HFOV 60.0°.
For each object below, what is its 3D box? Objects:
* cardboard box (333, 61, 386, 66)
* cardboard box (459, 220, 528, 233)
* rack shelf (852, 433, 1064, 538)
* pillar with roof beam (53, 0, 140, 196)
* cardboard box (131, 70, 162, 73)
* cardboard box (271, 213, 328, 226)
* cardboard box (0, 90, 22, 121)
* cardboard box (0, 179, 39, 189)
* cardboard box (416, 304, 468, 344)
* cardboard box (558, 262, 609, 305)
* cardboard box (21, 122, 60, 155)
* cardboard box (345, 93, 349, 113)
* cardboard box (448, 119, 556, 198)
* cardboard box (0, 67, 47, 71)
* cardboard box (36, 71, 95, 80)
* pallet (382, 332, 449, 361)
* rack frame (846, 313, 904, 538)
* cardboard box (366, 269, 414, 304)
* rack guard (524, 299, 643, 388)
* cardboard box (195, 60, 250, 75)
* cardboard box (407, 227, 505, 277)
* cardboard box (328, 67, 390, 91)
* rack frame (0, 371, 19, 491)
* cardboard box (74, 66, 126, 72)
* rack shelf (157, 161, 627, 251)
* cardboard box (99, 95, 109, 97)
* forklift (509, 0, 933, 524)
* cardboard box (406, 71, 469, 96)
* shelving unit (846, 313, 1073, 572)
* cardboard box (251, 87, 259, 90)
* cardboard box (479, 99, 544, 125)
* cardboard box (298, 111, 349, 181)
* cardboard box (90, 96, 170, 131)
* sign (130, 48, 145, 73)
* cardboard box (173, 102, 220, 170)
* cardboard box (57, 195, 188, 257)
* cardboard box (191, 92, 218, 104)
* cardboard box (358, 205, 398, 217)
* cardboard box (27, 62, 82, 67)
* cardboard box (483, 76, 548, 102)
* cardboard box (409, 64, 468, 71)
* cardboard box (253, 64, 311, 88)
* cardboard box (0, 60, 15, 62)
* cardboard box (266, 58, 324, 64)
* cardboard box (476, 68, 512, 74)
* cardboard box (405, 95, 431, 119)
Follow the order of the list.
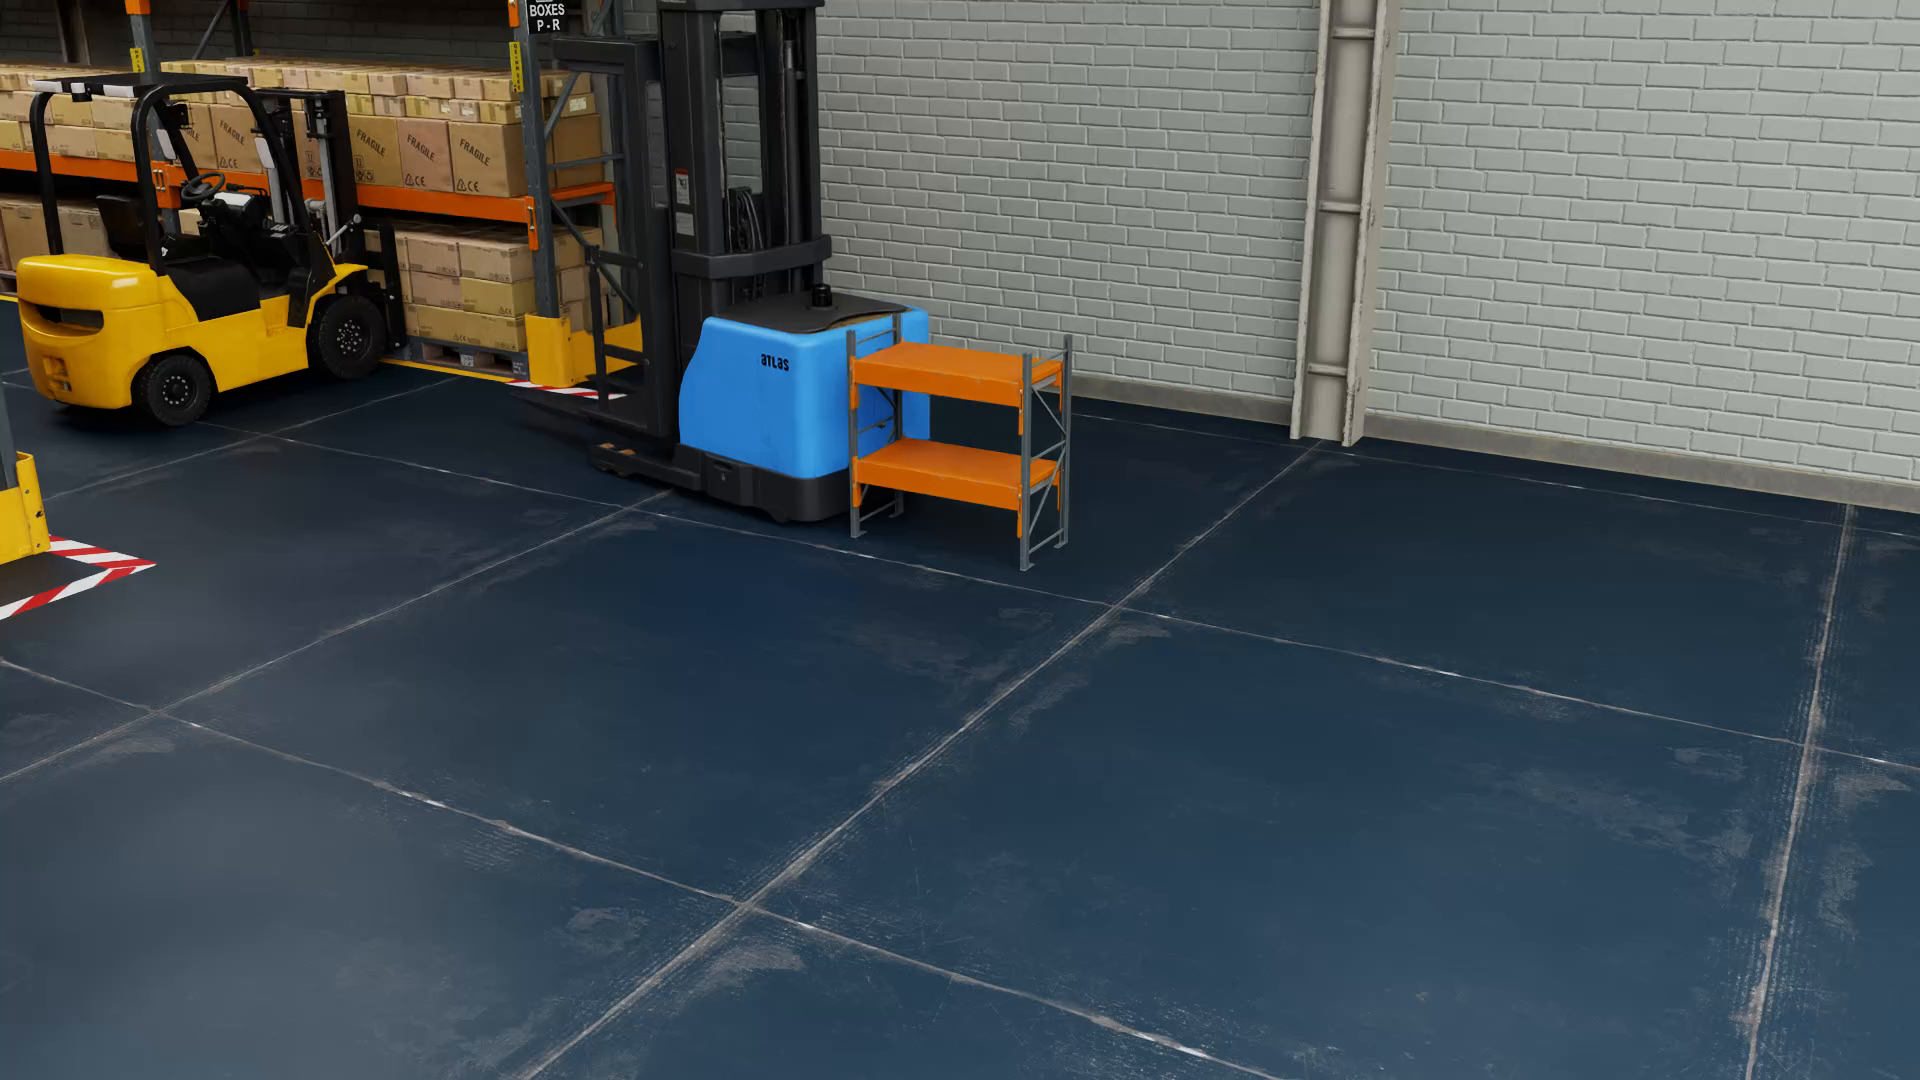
[{"bbox_3d":[-4.673,-3.662,13.028,0.250,0.149,0.380,11,22,27],"label":"cardboard box"},{"bbox_3d":[-3.474,-2.284,12.714,0.500,0.250,0.500,11,23,27],"label":"cardboard box"},{"bbox_3d":[-0.006,-0.300,8.760,1.000,0.278,0.538,11,23,27],"label":"rack shelf"},{"bbox_3d":[-10.215,-5.612,11.139,0.400,9.000,9.100,11,23,27],"label":"pillar with roof beam"},{"bbox_3d":[-6.830,-3.933,14.210,0.250,0.149,0.380,11,23,27],"label":"cardboard box"},{"bbox_3d":[-5.050,-2.390,13.005,0.500,0.250,0.500,12,23,29],"label":"cardboard box"},{"bbox_3d":[-8.082,-3.786,14.390,0.500,0.250,0.500,11,23,28],"label":"cardboard box"},{"bbox_3d":[-9.155,-2.995,15.589,0.625,0.625,0.875,12,23,29],"label":"cardboard box"},{"bbox_3d":[-3.703,-1.666,12.474,0.500,0.250,0.500,11,23,27],"label":"cardboard box"},{"bbox_3d":[-3.018,-1.971,12.583,0.500,0.250,0.500,11,23,28],"label":"cardboard box"},{"bbox_3d":[-7.629,-3.465,14.239,0.500,0.250,0.500,11,23,28],"label":"cardboard box"},{"bbox_3d":[-4.454,-3.292,12.443,0.250,0.149,0.380,11,22,27],"label":"cardboard box"},{"bbox_3d":[-3.267,-2.742,11.878,0.500,0.500,0.500,10,22,26],"label":"cardboard box"},{"bbox_3d":[-8.152,-4.007,14.414,0.250,0.149,0.380,11,23,27],"label":"cardboard box"},{"bbox_3d":[-7.522,-3.859,14.008,0.250,0.149,0.380,10,22,26],"label":"cardboard box"},{"bbox_3d":[-4.458,-1.698,13.237,1.213,0.211,1.003,11,23,27],"label":"pallet"},{"bbox_3d":[-0.450,-0.614,8.909,0.032,1.125,0.500,11,23,27],"label":"rack frame"},{"bbox_3d":[-4.180,-1.985,12.622,0.500,0.250,0.500,10,22,26],"label":"cardboard box"},{"bbox_3d":[-2.688,-1.512,12.300,0.348,0.500,1.175,11,23,27],"label":"rack guard"},{"bbox_3d":[-5.786,-3.695,13.119,0.250,0.149,0.380,11,23,28],"label":"cardboard box"},{"bbox_3d":[-3.712,-2.133,12.296,0.500,0.250,0.500,11,23,28],"label":"cardboard box"},{"bbox_3d":[-4.466,-3.433,12.396,0.250,0.149,0.380,11,23,28],"label":"cardboard box"},{"bbox_3d":[-5.126,-1.213,7.810,0.127,3.000,1.000,11,23,27],"label":"rack frame"},{"bbox_3d":[-7.490,-4.058,14.556,0.250,0.149,0.380,11,22,27],"label":"cardboard box"},{"bbox_3d":[-4.455,-2.685,12.925,4.000,0.370,1.077,11,23,27],"label":"rack shelf"},{"bbox_3d":[-6.842,-3.736,13.669,0.250,0.149,0.380,10,22,27],"label":"cardboard box"},{"bbox_3d":[-1.594,-1.869,9.718,3.031,2.935,1.130,17,26,39],"label":"forklift"},{"bbox_3d":[-3.778,-3.310,12.058,0.250,0.149,0.380,11,23,28],"label":"cardboard box"},{"bbox_3d":[-0.006,-0.530,8.676,1.048,1.125,0.538,11,23,27],"label":"shelving unit"},{"bbox_3d":[-5.176,-3.392,12.720,0.250,0.149,0.380,11,22,27],"label":"cardboard box"},{"bbox_3d":[-3.148,-3.017,11.686,0.250,0.149,0.380,11,23,28],"label":"cardboard box"},{"bbox_3d":[-4.607,-2.996,12.580,0.500,0.500,0.500,11,23,28],"label":"cardboard box"},{"bbox_3d":[-6.754,-3.526,13.674,0.500,0.250,0.500,10,22,26],"label":"cardboard box"},{"bbox_3d":[-6.457,-3.700,13.085,0.005,0.325,0.100,11,23,27],"label":"sign"},{"bbox_3d":[-5.941,-3.252,13.284,0.500,0.500,0.500,10,22,26],"label":"cardboard box"},{"bbox_3d":[-7.336,-2.652,14.644,0.625,0.625,0.875,11,22,27],"label":"cardboard box"},{"bbox_3d":[-5.824,-3.534,13.112,0.250,0.149,0.380,11,23,29],"label":"cardboard box"},{"bbox_3d":[-4.792,-2.539,13.416,0.500,0.250,0.500,11,23,28],"label":"cardboard box"},{"bbox_3d":[-8.134,-4.205,14.960,0.250,0.149,0.380,10,22,26],"label":"cardboard box"},{"bbox_3d":[-3.124,-3.180,11.698,0.250,0.149,0.380,11,23,27],"label":"cardboard box"},{"bbox_3d":[-3.979,-3.551,12.720,0.250,0.149,0.380,10,22,26],"label":"cardboard box"},{"bbox_3d":[-5.154,-3.542,12.696,0.250,0.149,0.380,10,22,26],"label":"cardboard box"},{"bbox_3d":[-8.831,-4.308,15.245,0.250,0.149,0.380,11,23,27],"label":"cardboard box"},{"bbox_3d":[-5.338,-3.791,13.383,0.250,0.149,0.380,11,22,27],"label":"cardboard box"},{"bbox_3d":[-3.347,-3.396,12.293,0.250,0.149,0.380,11,23,28],"label":"cardboard box"},{"bbox_3d":[-3.793,-3.157,12.071,0.250,0.149,0.380,11,22,27],"label":"cardboard box"}]
